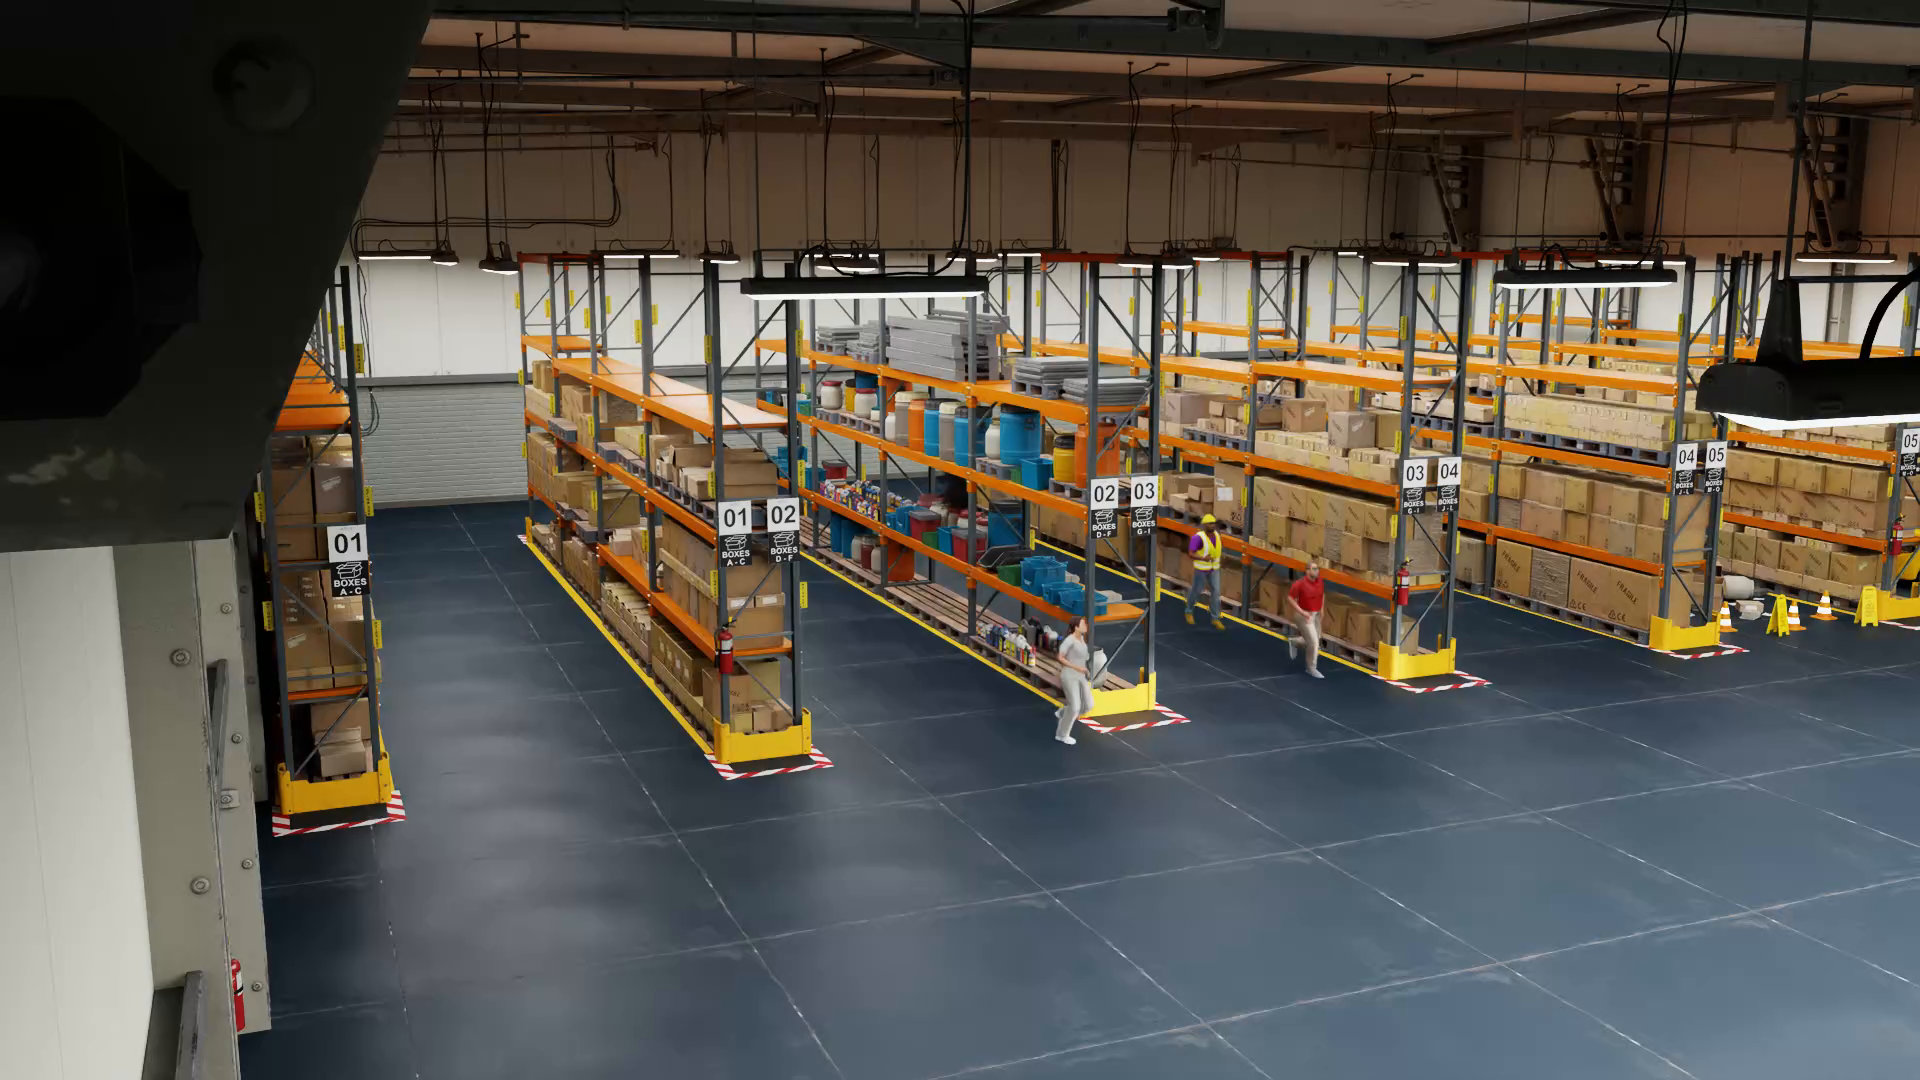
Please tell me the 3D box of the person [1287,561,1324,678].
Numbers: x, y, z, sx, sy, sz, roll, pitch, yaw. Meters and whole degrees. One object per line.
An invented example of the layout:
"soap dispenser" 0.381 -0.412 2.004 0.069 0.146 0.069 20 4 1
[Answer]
"person" 5.043 1.128 24.315 0.684 1.699 0.745 -7 13 -34

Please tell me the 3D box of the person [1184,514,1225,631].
"person" 3.901 0.479 26.268 0.723 1.799 0.841 -6 12 -28

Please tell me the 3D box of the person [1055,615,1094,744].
"person" 1.457 1.743 21.125 0.541 1.602 0.567 8 13 38
